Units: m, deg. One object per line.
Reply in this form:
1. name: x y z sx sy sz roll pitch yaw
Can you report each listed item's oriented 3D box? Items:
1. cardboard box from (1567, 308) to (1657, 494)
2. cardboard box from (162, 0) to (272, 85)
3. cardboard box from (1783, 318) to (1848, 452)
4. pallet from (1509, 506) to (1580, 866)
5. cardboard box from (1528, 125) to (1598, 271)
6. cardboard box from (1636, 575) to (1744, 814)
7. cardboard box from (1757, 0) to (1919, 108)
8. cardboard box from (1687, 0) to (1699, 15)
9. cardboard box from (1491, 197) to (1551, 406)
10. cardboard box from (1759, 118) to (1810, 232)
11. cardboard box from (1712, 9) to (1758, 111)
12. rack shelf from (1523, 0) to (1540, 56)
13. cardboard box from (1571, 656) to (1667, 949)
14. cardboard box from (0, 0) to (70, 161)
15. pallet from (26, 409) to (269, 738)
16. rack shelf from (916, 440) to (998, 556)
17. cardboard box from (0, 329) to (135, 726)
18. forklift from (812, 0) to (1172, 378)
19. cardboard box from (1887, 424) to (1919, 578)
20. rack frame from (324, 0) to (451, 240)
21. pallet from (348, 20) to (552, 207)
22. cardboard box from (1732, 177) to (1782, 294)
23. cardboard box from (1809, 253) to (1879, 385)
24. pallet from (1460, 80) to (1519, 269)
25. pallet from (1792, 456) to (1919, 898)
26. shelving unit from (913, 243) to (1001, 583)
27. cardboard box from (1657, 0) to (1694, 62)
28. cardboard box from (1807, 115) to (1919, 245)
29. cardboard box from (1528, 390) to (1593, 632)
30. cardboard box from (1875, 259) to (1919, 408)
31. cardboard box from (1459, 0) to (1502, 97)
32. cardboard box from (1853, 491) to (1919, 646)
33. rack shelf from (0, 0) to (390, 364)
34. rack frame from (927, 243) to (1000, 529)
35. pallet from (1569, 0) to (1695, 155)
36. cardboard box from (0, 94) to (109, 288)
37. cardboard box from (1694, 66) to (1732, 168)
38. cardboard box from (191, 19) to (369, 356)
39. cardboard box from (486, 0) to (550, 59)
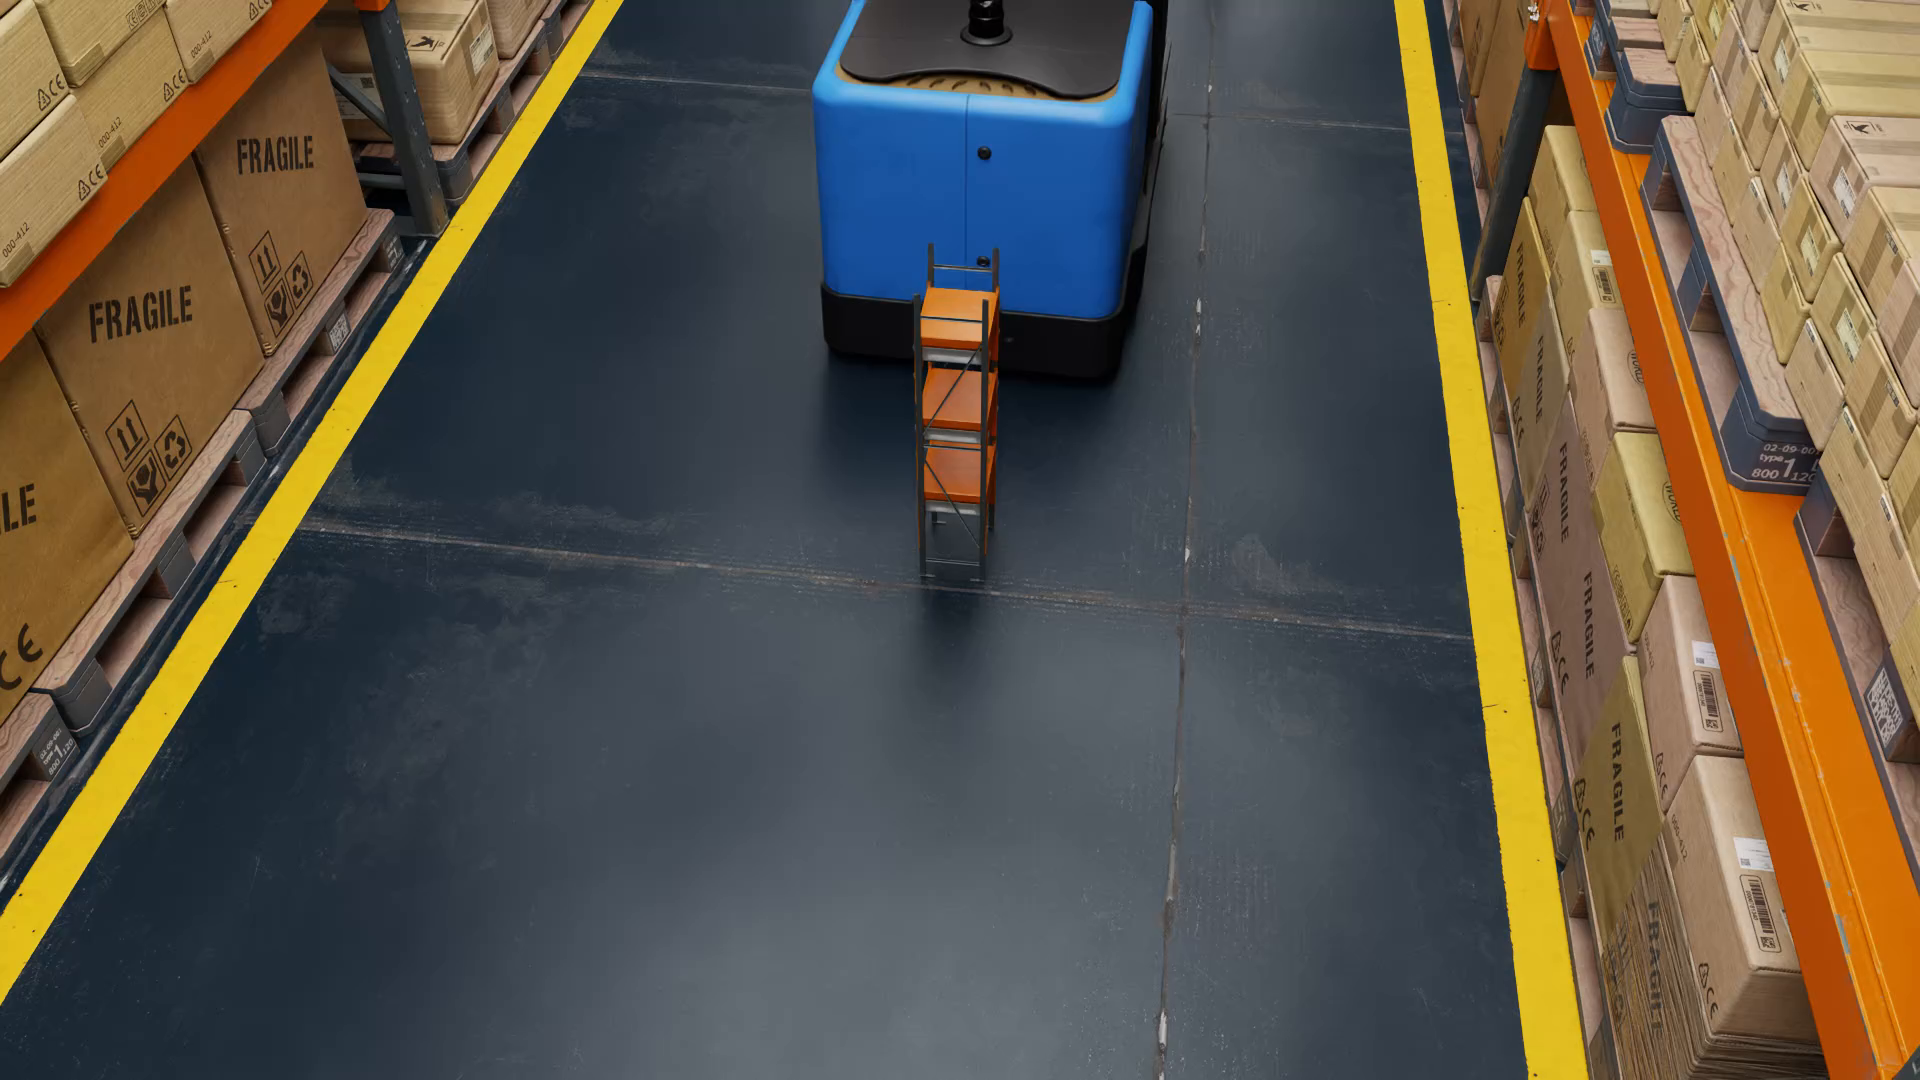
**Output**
1. cardboard box: 1.926 -0.352 4.407 0.500 0.250 0.500 6 44 6
2. cardboard box: -2.379 -1.573 4.839 0.500 0.250 0.500 6 44 6
3. cardboard box: 1.863 -0.296 3.258 0.380 0.149 0.250 4 44 4
4. pallet: 2.134 0.410 4.664 1.003 0.211 1.213 5 44 6
5. cardboard box: 2.072 -1.034 5.127 0.500 0.250 0.500 3 44 4
6. cardboard box: 1.803 0.365 3.650 0.500 0.250 0.500 7 44 7
7. cardboard box: 1.977 -1.049 3.620 0.380 0.149 0.250 6 44 7
8. cardboard box: 2.074 -1.455 4.266 0.380 0.149 0.250 4 44 4
9. cardboard box: 2.056 -0.750 5.373 0.500 0.500 0.500 4 44 4
10. cardboard box: 1.939 -0.760 3.532 0.380 0.149 0.250 7 44 7
11. cardboard box: 2.007 -1.114 3.905 0.380 0.149 0.250 5 44 6
12. rack shelf: 2.667 -3.066 6.830 1.077 0.370 4.000 5 44 6
13. cardboard box: 1.790 0.640 3.905 0.500 0.500 0.500 4 44 5
14. cardboard box: -2.509 -1.065 3.939 0.500 0.250 0.500 4 44 4
15. pallet: -2.860 0.027 5.068 1.003 0.211 1.213 5 44 6
16. rack shelf: -0.007 -0.135 5.049 0.215 0.259 0.240 5 44 6
17. cardboard box: -2.932 -0.047 4.357 0.875 0.875 0.875 6 44 7
18. forklift: 0.271 -2.647 5.914 1.130 2.935 3.031 7 44 7
19. cardboard box: 1.800 -0.045 2.777 0.380 0.149 0.250 7 44 7
20. rack frame: -2.517 -2.346 5.545 1.000 3.000 0.127 5 44 6
21. pallet: -2.412 -1.865 7.067 1.003 0.211 1.213 5 44 6
22. cardboard box: 1.934 -0.658 3.641 0.380 0.149 0.250 4 44 4
23. cardboard box: 1.868 -0.409 3.161 0.380 0.149 0.250 3 44 3
24. pallet: 2.582 -1.482 6.662 1.003 0.211 1.213 5 44 6
25. pallet: 2.119 0.324 2.866 1.003 0.211 1.213 5 44 6
26. shelving unit: -0.007 -0.345 4.851 0.215 1.050 0.252 5 44 6
27. cardboard box: 2.073 -1.372 4.395 0.380 0.149 0.250 7 44 8
28. cardboard box: 1.907 -0.695 3.247 0.380 0.149 0.250 3 44 4
29. cardboard box: 1.930 -0.057 4.641 0.500 0.500 0.500 4 44 4
30. cardboard box: 1.839 -0.345 2.877 0.380 0.149 0.250 5 44 5
31. cardboard box: 2.685 -2.303 6.831 1.050 0.750 0.750 6 44 6
32. cardboard box: 1.799 0.065 2.877 0.380 0.149 0.250 5 44 5
33. rack shelf: -2.782 -0.721 4.353 1.077 0.370 4.000 5 44 6
34. rack frame: 0.009 -0.428 4.938 0.200 1.050 0.008 5 44 6
35. pallet: 2.414 -1.399 4.686 1.213 0.211 1.003 5 44 6
36. cardboard box: -2.501 -0.881 4.108 0.500 0.250 0.500 5 44 5
37. cardboard box: 2.006 -1.007 4.009 0.380 0.149 0.250 7 44 7
38. cardboard box: -2.691 -1.263 5.642 0.875 0.875 0.875 5 44 5
39. cardboard box: -2.343 -2.432 7.242 0.950 0.372 0.625 4 44 5
